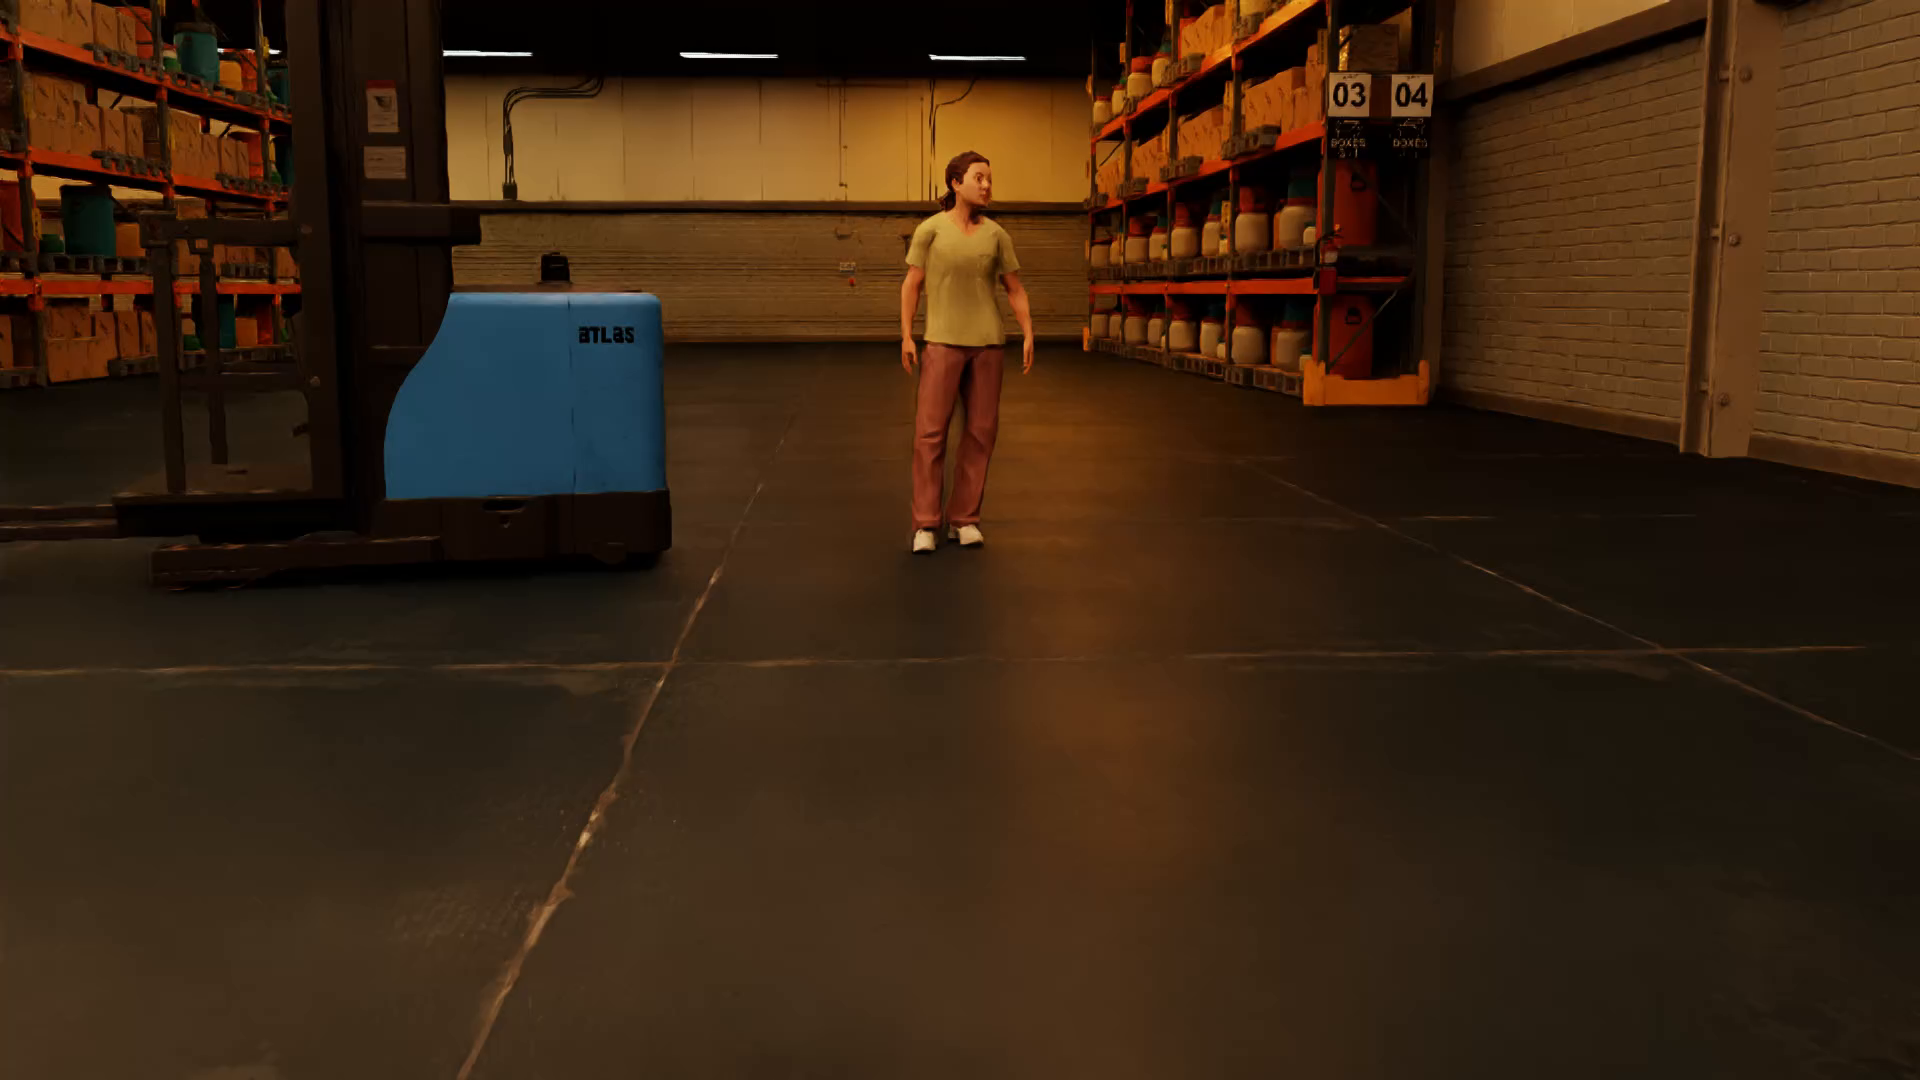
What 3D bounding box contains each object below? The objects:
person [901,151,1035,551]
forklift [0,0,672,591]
[{"bbox_3d":[0.034,-0.808,7.090,0.597,1.664,0.485,-3,9,-18],"label":"person"},{"bbox_3d":[-2.723,-1.350,6.424,3.031,2.935,1.130,-2,9,-15],"label":"forklift"}]
